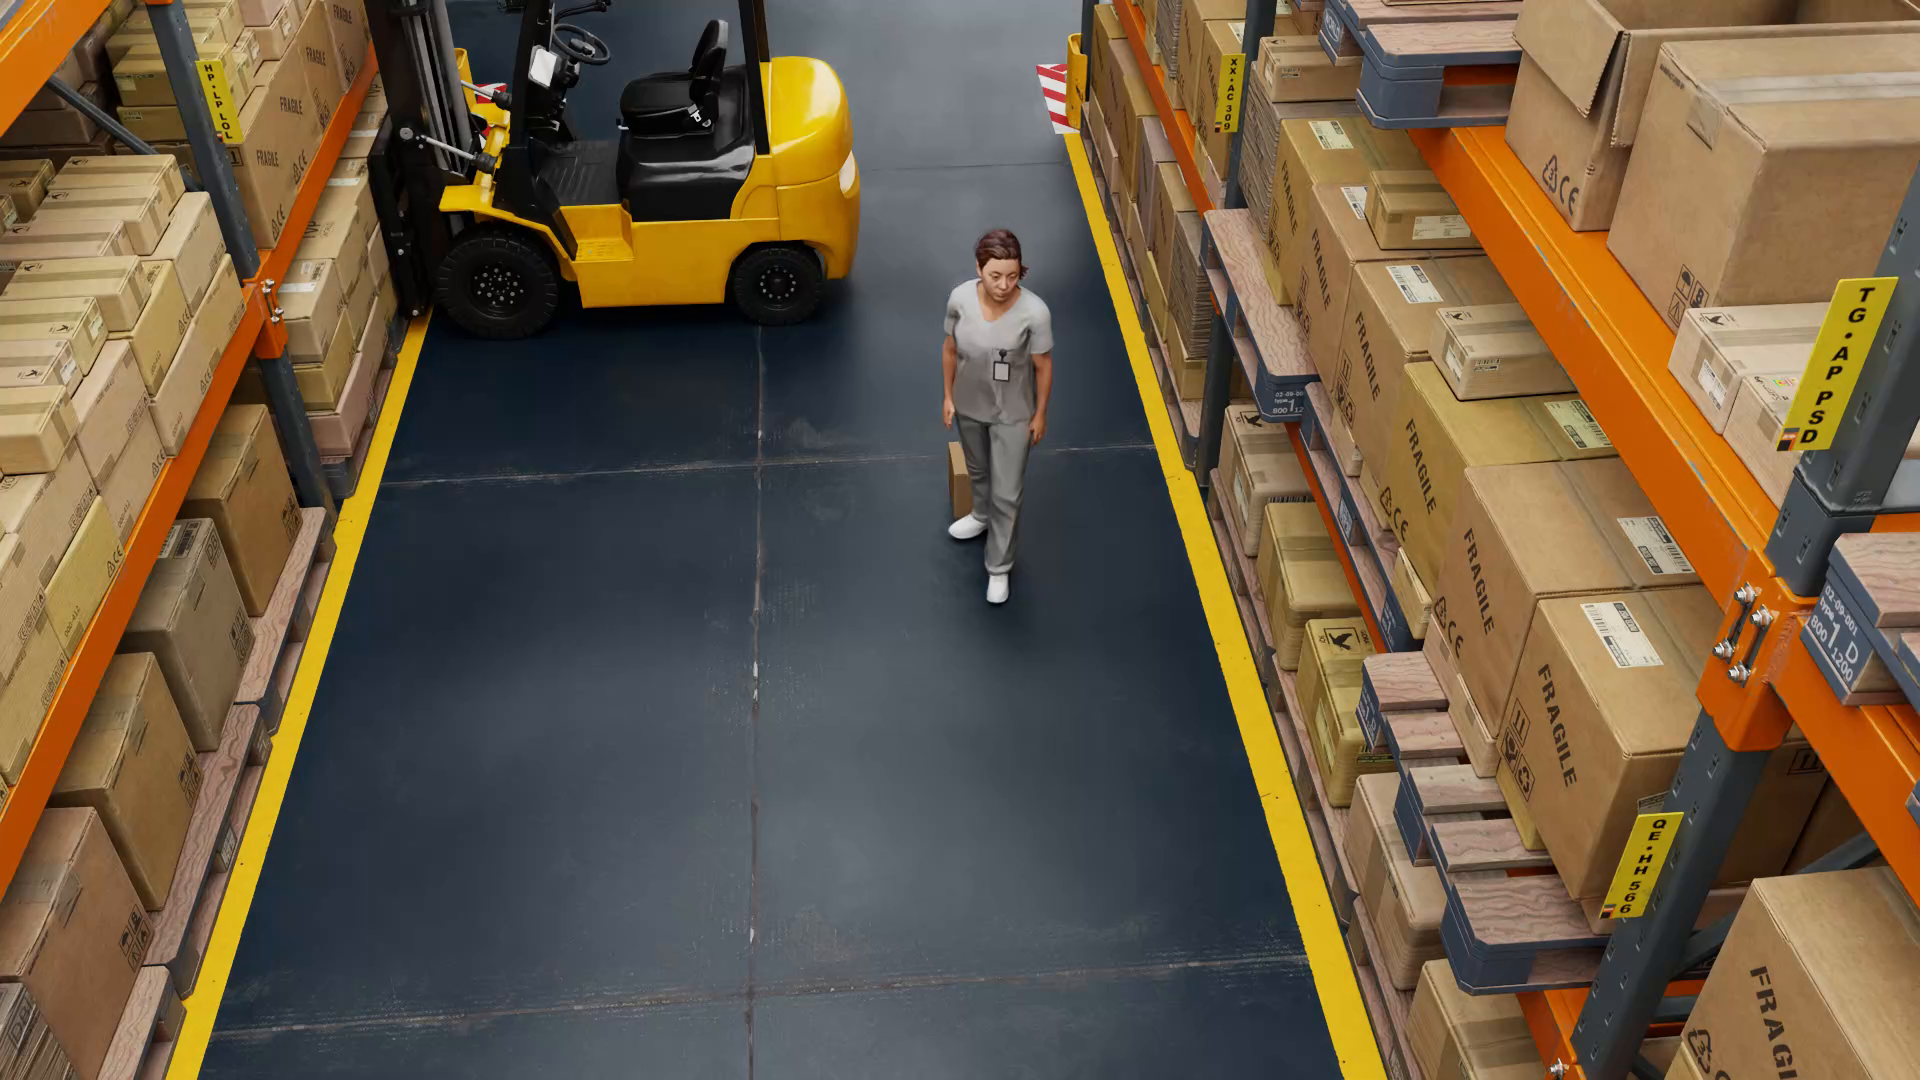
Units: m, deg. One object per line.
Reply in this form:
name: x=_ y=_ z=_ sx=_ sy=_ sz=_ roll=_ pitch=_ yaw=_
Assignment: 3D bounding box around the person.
person: x=0.142 y=-0.554 z=6.837 sx=0.478 sy=1.666 sz=0.568 roll=16 pitch=42 yaw=18
